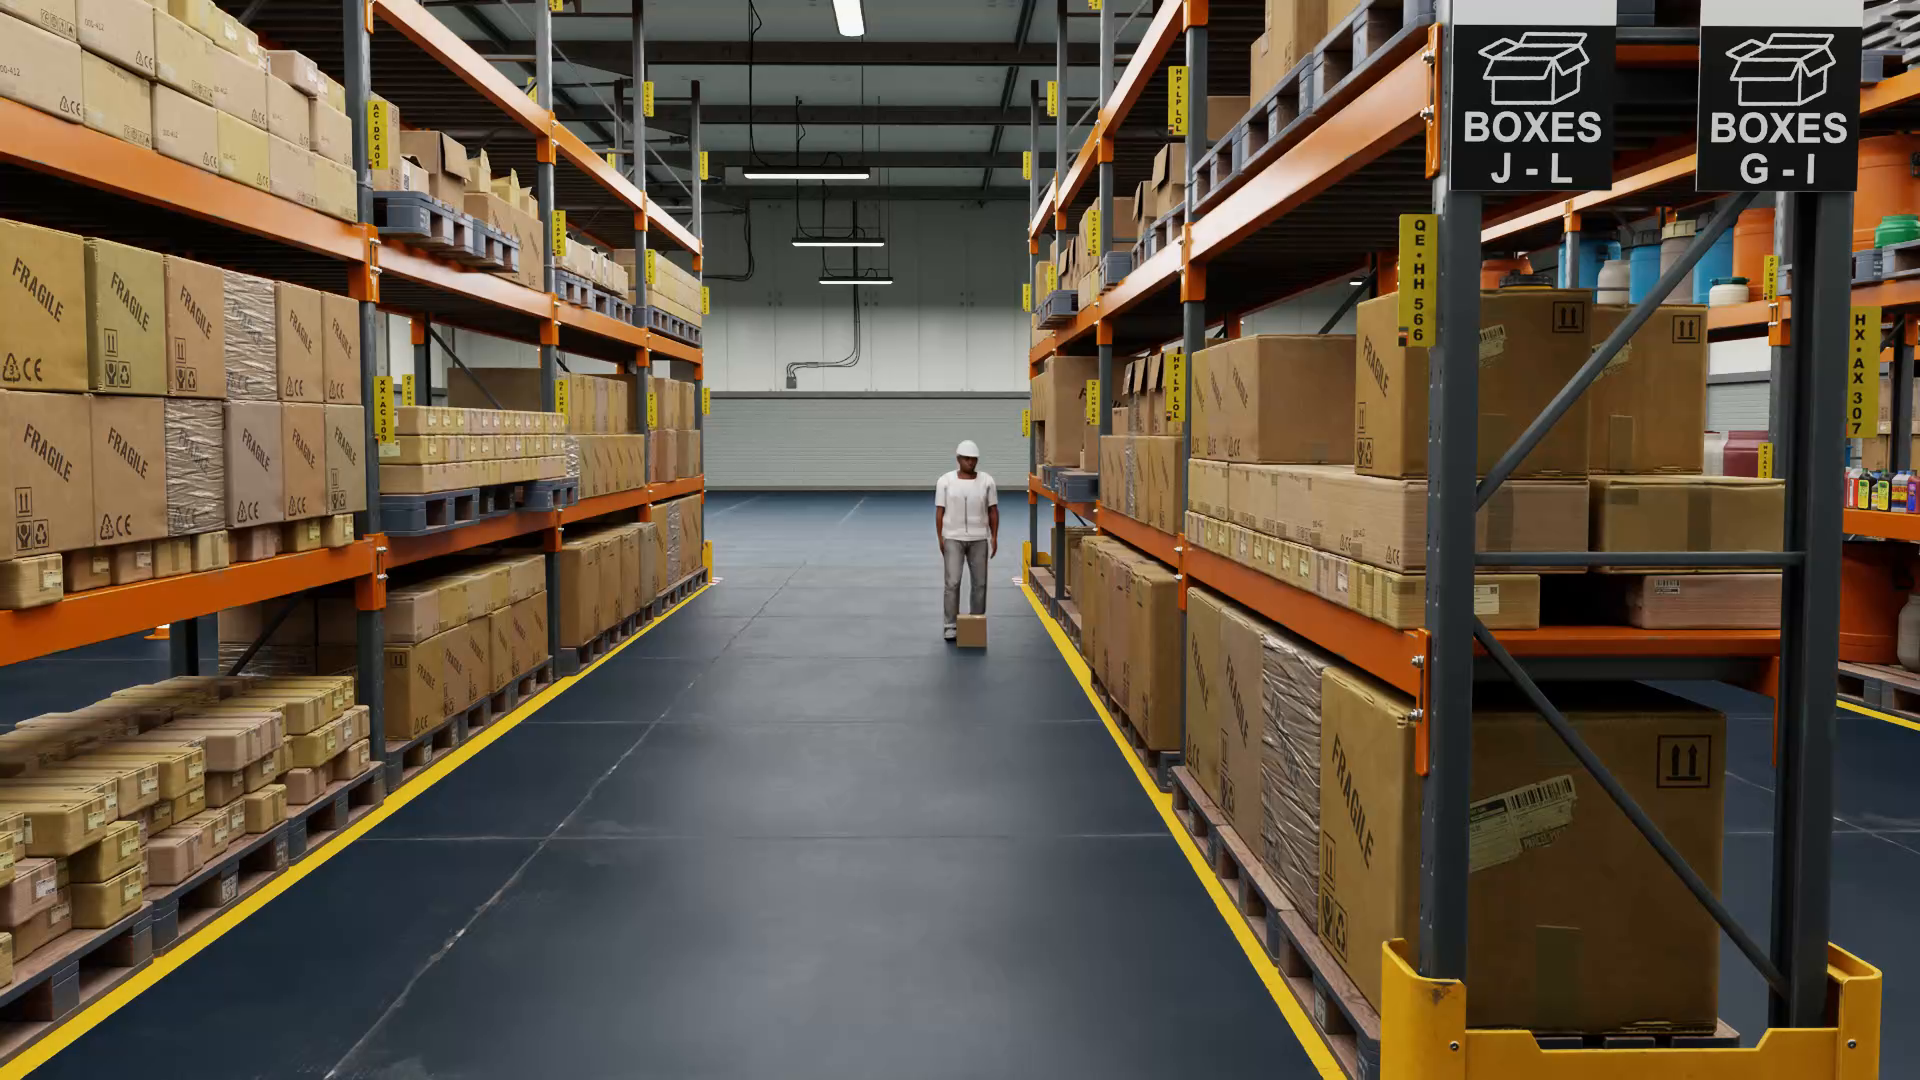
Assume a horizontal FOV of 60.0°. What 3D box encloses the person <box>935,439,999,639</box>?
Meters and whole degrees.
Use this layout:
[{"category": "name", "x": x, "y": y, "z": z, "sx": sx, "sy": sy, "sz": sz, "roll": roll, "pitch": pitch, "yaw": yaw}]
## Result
[{"category": "person", "x": 0.066, "y": -0.006, "z": 14.666, "sx": 0.565, "sy": 1.763, "sz": 0.367, "roll": 0, "pitch": 4, "yaw": -4}]
